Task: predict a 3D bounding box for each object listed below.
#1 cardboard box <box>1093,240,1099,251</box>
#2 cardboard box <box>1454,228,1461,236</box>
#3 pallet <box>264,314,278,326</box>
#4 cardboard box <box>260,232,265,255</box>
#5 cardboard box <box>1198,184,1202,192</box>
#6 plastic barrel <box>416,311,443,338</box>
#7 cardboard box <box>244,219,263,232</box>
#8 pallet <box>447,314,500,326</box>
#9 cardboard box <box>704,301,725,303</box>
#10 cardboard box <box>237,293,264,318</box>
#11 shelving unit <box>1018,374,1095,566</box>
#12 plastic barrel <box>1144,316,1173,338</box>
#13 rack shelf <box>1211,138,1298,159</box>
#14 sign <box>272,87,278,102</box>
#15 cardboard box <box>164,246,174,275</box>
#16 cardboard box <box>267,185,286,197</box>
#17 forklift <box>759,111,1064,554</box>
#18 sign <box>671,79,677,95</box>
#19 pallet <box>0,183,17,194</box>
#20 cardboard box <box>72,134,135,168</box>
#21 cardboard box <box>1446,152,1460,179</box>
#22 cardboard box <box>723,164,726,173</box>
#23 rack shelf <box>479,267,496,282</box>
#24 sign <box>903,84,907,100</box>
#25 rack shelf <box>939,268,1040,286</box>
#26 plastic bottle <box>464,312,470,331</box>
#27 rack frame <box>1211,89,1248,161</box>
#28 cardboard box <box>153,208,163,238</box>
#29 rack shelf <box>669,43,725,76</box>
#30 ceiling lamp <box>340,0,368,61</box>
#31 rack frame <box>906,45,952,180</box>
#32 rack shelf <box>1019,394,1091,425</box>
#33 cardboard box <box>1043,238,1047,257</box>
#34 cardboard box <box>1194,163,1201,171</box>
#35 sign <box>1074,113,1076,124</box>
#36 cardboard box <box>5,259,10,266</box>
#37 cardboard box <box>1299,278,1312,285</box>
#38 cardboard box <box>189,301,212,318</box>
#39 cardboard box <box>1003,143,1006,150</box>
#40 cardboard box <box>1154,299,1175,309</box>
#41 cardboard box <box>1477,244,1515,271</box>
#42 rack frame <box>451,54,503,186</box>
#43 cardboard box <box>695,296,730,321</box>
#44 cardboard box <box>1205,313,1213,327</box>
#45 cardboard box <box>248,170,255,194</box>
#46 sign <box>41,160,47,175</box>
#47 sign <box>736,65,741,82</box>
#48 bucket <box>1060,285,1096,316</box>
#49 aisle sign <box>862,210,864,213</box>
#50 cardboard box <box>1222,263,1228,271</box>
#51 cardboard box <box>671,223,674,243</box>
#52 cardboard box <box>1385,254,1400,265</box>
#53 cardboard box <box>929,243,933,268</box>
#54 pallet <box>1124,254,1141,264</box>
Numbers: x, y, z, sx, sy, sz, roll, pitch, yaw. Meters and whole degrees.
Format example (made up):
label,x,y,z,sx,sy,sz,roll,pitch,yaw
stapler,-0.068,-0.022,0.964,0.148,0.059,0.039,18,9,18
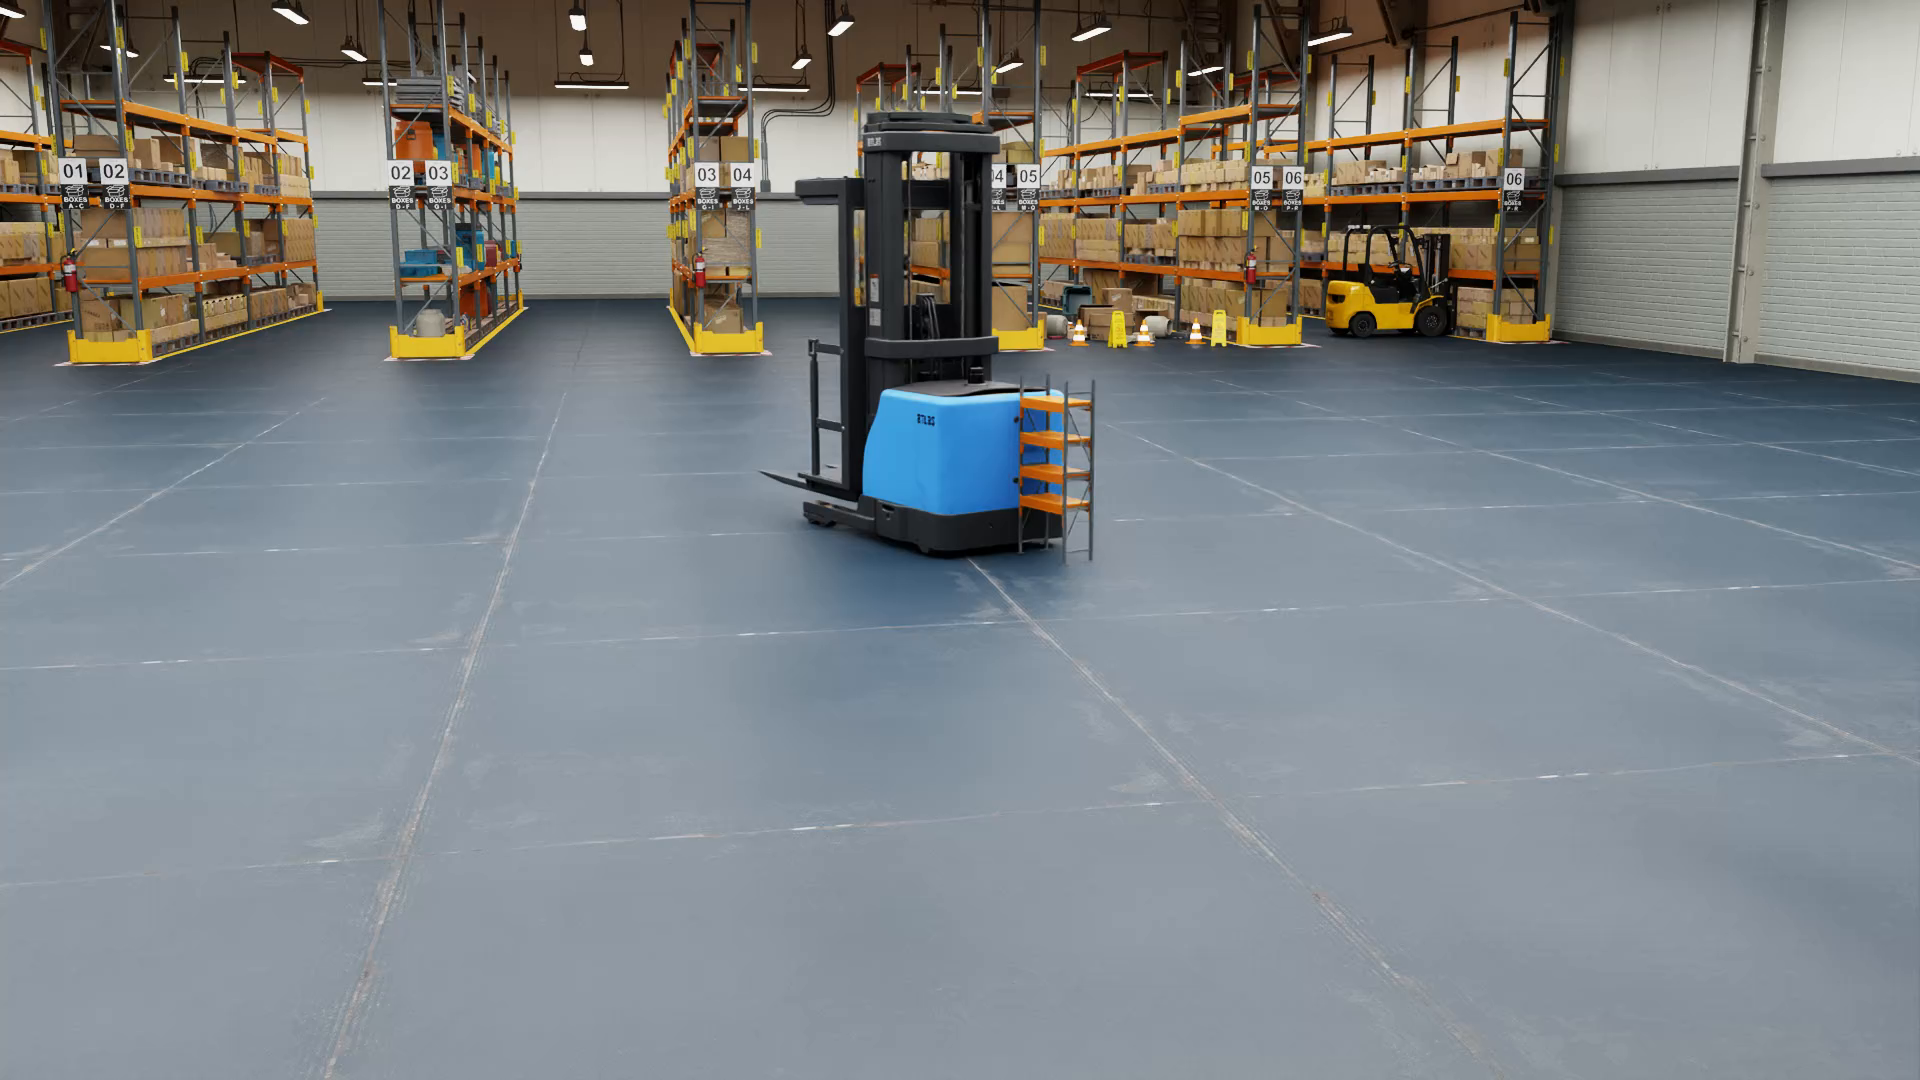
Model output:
label,x,y,z,sx,sy,sz,roll,pitch,yaw
cardboard box,3.501,-7.088,39.980,0.500,0.250,0.500,-2,11,-13
cardboard box,9.970,-6.071,32.772,0.380,0.149,0.250,-2,11,-10
pallet,-15.612,-4.826,36.489,1.003,0.211,1.213,-2,11,-11
cardboard box,-15.643,-6.502,36.444,0.700,0.500,0.500,-5,12,-25
cardboard box,4.929,-6.966,32.923,0.380,0.149,0.250,-2,11,-9
plastic barrel,-9.057,-3.649,28.375,0.421,0.512,0.421,0,11,0
cardboard box,-16.400,-7.192,38.518,0.500,0.500,0.500,-2,11,-11
pallet,-10.604,-4.787,36.284,1.003,0.211,1.213,-2,11,-11
cardboard box,-4.735,-4.364,32.165,0.500,0.500,0.500,-2,11,-13
cardboard box,-15.185,-5.012,35.518,0.500,0.500,0.500,-3,11,-13
shelving unit,0.632,-0.470,10.956,0.258,1.200,0.503,-7,13,-33
plastic barrel,3.838,-4.145,32.344,0.512,0.421,0.421,6,12,28
rack shelf,7.870,-10.428,44.351,1.077,0.370,4.000,-2,11,-11
sign,-15.504,-10.073,37.632,0.100,0.325,0.005,-2,11,-11
cardboard box,-14.196,-4.880,29.047,0.700,0.500,0.500,-2,11,-10
cardboard box,-15.899,-8.066,38.432,0.500,0.250,0.500,-2,11,-11
forklift,-0.507,-1.578,12.149,1.130,2.935,3.031,-7,13,-33
sign,-6.095,-9.657,35.445,0.100,0.325,0.005,-2,11,-11
pallet,-20.526,-7.356,34.803,1.003,0.211,1.213,-2,11,-8
cardboard box,-13.821,-6.272,26.832,0.797,0.503,0.637,-1,11,-7
cardboard box,10.091,-7.421,32.973,0.797,0.503,0.637,-2,11,-9
cardboard box,-3.948,-6.474,29.003,0.380,0.149,0.250,-2,11,-12
rack shelf,-10.021,-5.294,33.411,1.077,0.370,4.000,-2,11,-11
sign,-1.197,-9.779,36.299,0.100,0.325,0.005,-2,11,-11
rack shelf,0.500,-4.902,31.354,1.077,0.370,4.000,-2,11,-11
plastic bottle,-9.187,-4.052,30.873,0.144,0.351,0.185,-3,11,-14
rack frame,7.481,-11.150,46.211,1.000,3.000,0.127,-2,11,-11
cardboard box,-14.106,-5.430,28.466,0.700,0.500,0.500,-2,11,-11
rack shelf,-5.941,-10.787,37.340,1.077,0.370,4.000,-2,11,-11
ceiling lamp,-13.234,-12.327,36.785,0.800,3.185,2.000,-2,11,-11
rack frame,-0.667,-9.303,36.507,1.000,3.000,0.127,-2,11,-11
rack shelf,0.632,-0.856,10.882,0.258,0.148,0.480,-7,13,-33
cardboard box,2.551,-7.881,44.811,0.500,0.500,0.500,-2,11,-12
cardboard box,4.835,-7.349,32.800,0.380,0.149,0.250,-2,11,-11
sign,3.148,-11.484,45.254,0.100,0.325,0.005,-2,11,-11
cardboard box,-20.242,-5.844,34.996,0.380,0.149,0.250,-2,11,-10
cardboard box,8.462,-6.358,40.908,0.380,0.149,0.250,-3,11,-14
cardboard box,-14.328,-4.317,31.085,0.500,0.311,0.500,-2,11,-11
cardboard box,0.990,-7.098,30.093,0.380,0.149,0.250,-2,11,-10
cardboard box,4.699,-4.964,35.660,0.950,0.372,0.625,-1,11,-7
cardboard box,10.240,-5.398,31.769,0.500,0.500,0.500,-2,11,-12
rack frame,-11.188,-9.695,38.565,1.000,3.000,0.127,-2,11,-11
cardboard box,-5.056,-4.753,34.154,0.700,0.500,0.500,-3,11,-16
cardboard box,5.104,-4.272,32.351,0.500,0.250,0.500,-3,11,-13
cardboard box,-15.588,-7.625,35.445,0.910,0.500,0.500,-2,11,-11
sign,-20.376,-8.291,36.988,0.100,0.325,0.005,-2,11,-11
sign,-4.238,-8.922,31.794,0.100,0.325,0.005,-2,11,-11
bucket,2.399,-4.820,33.687,0.726,0.611,0.620,2,1,9
aisle sign,-2.531,-9.103,44.547,0.394,0.787,0.004,-2,11,-11
cardboard box,5.176,-5.161,31.462,0.380,0.149,0.250,-2,11,-10
cardboard box,-7.075,-7.818,42.349,0.500,0.500,0.500,-2,11,-13
cardboard box,9.461,-6.011,35.658,0.500,0.250,0.500,-2,11,-10
cardboard box,-0.351,-5.850,34.143,0.500,0.500,0.500,-2,11,-12
pallet,4.412,-6.333,37.463,1.213,0.211,1.003,-2,11,-11
